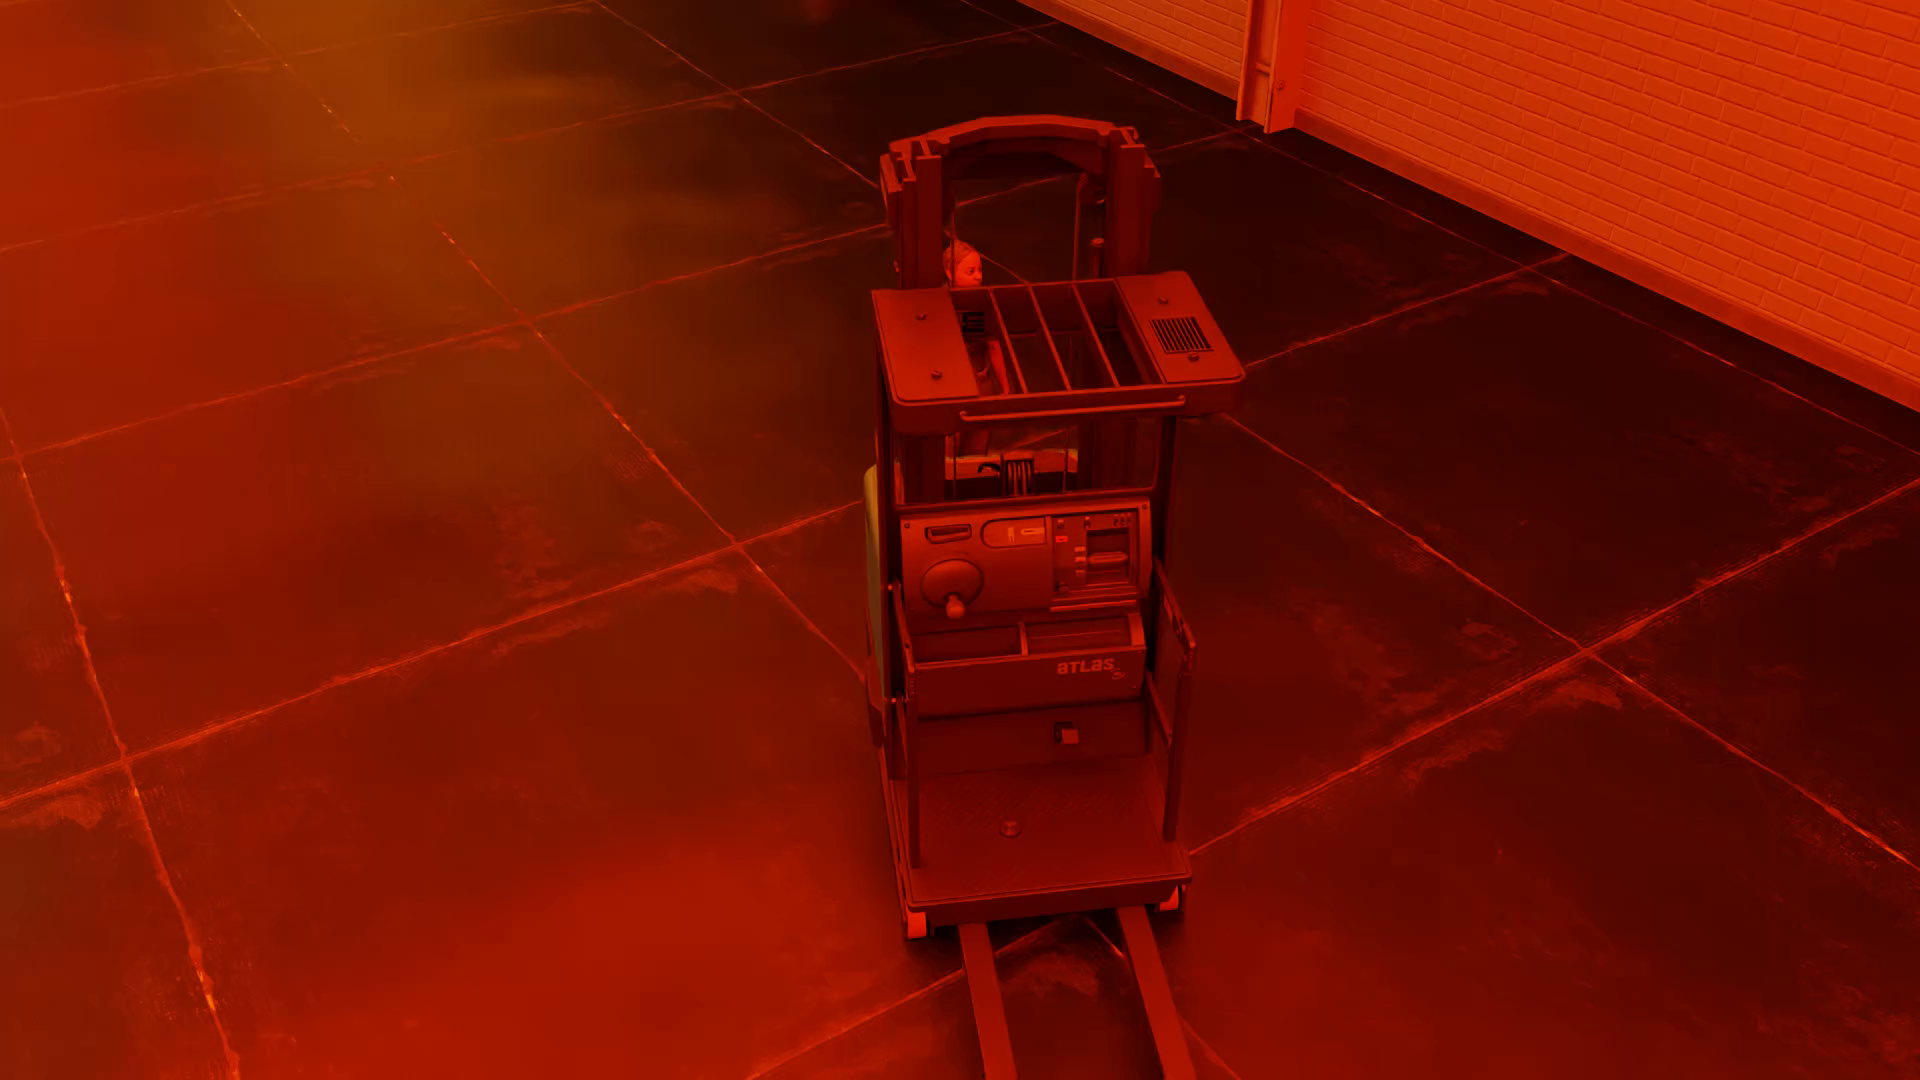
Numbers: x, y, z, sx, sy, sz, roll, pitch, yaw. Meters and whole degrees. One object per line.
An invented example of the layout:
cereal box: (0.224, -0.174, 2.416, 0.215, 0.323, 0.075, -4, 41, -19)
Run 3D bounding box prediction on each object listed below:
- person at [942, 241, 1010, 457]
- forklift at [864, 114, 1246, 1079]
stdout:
person: (0.031, -0.635, 8.148, 0.569, 1.655, 0.504, -21, 40, -27)
forklift: (0.280, 0.134, 5.957, 1.130, 2.935, 3.031, -5, 35, -7)
